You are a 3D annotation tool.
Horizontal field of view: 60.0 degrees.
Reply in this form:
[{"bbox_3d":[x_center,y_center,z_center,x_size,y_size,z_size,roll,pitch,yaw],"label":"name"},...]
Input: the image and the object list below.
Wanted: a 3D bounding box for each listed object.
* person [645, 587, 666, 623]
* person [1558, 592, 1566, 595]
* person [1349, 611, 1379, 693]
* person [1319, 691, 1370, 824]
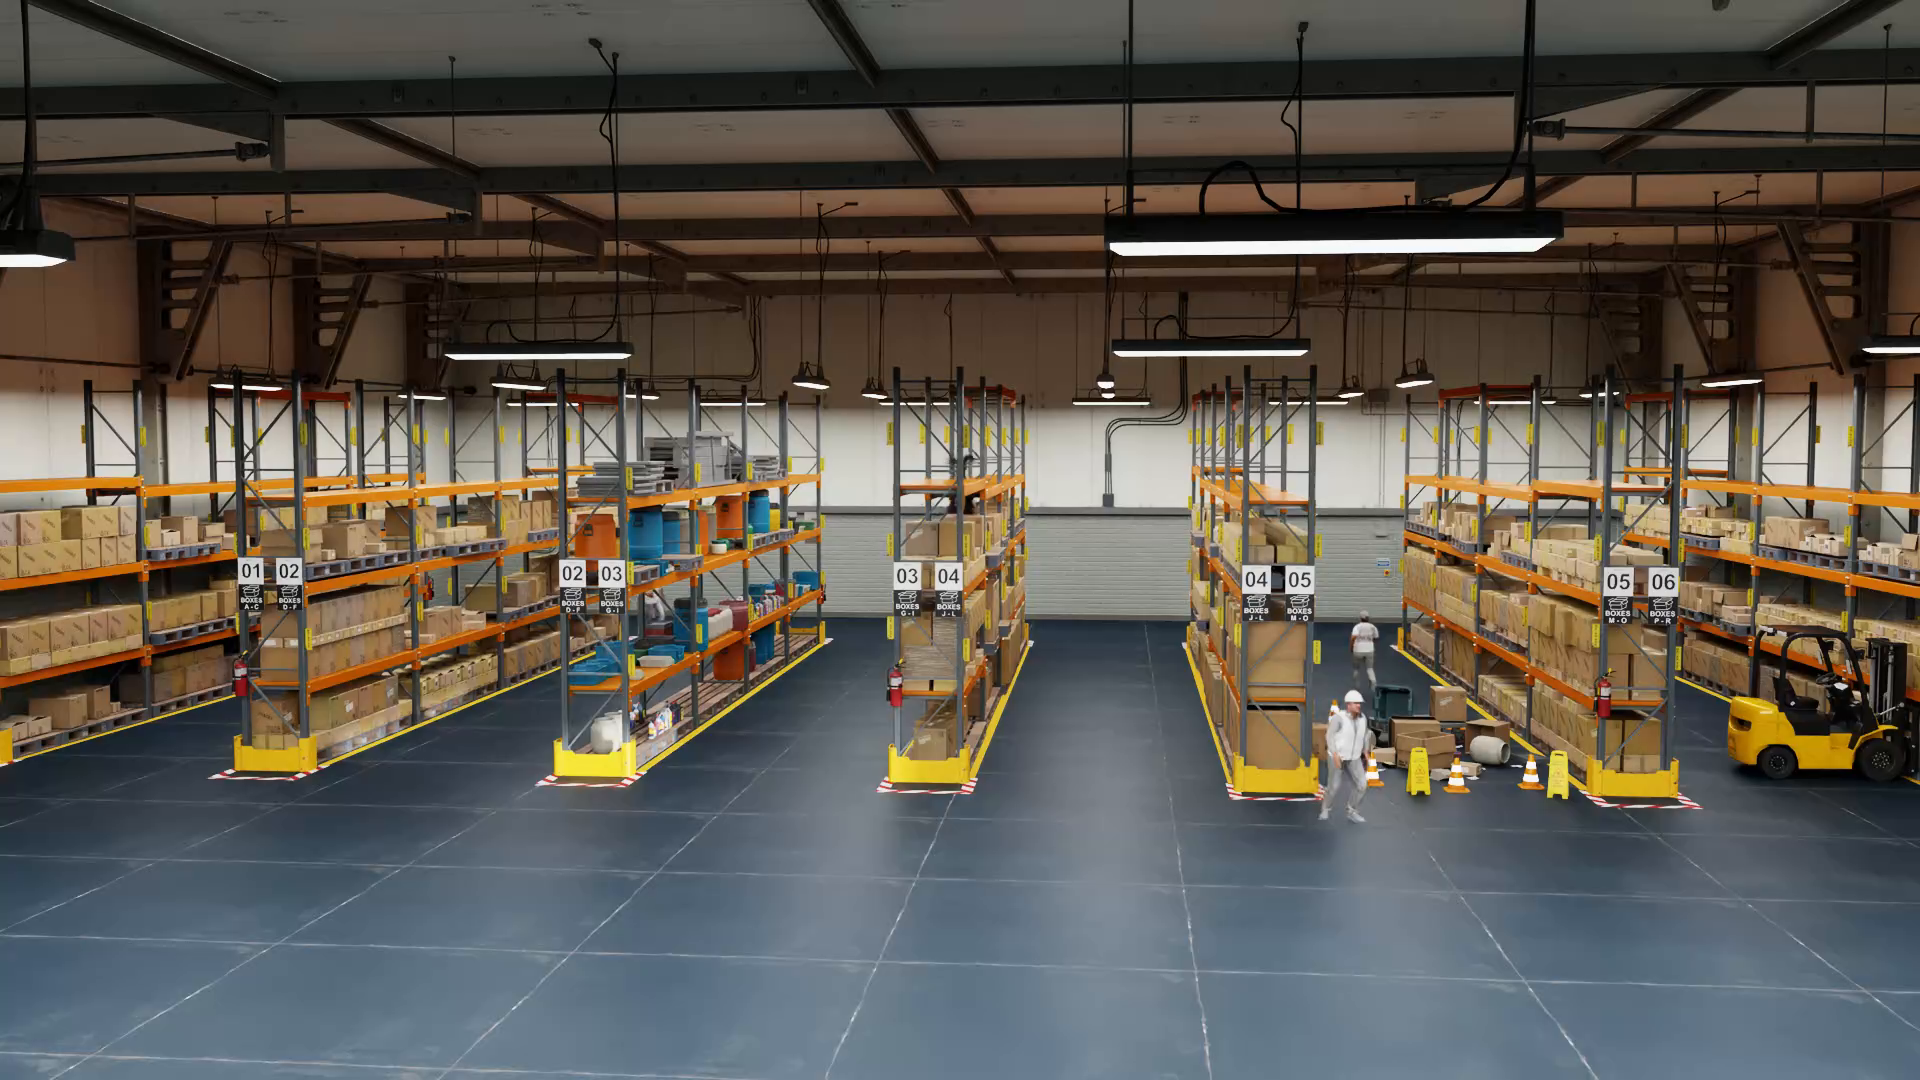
[{"bbox_3d":[-7.702,1.554,41.543,0.735,1.761,0.920,-3,4,-37],"label":"person"},{"bbox_3d":[13.257,1.942,36.300,0.608,1.641,0.717,-2,4,-23],"label":"person"},{"bbox_3d":[7.806,2.181,32.132,0.599,1.633,0.861,0,4,-2],"label":"person"},{"bbox_3d":[5.017,2.803,21.657,0.655,1.734,0.646,-1,4,-20],"label":"person"}]
